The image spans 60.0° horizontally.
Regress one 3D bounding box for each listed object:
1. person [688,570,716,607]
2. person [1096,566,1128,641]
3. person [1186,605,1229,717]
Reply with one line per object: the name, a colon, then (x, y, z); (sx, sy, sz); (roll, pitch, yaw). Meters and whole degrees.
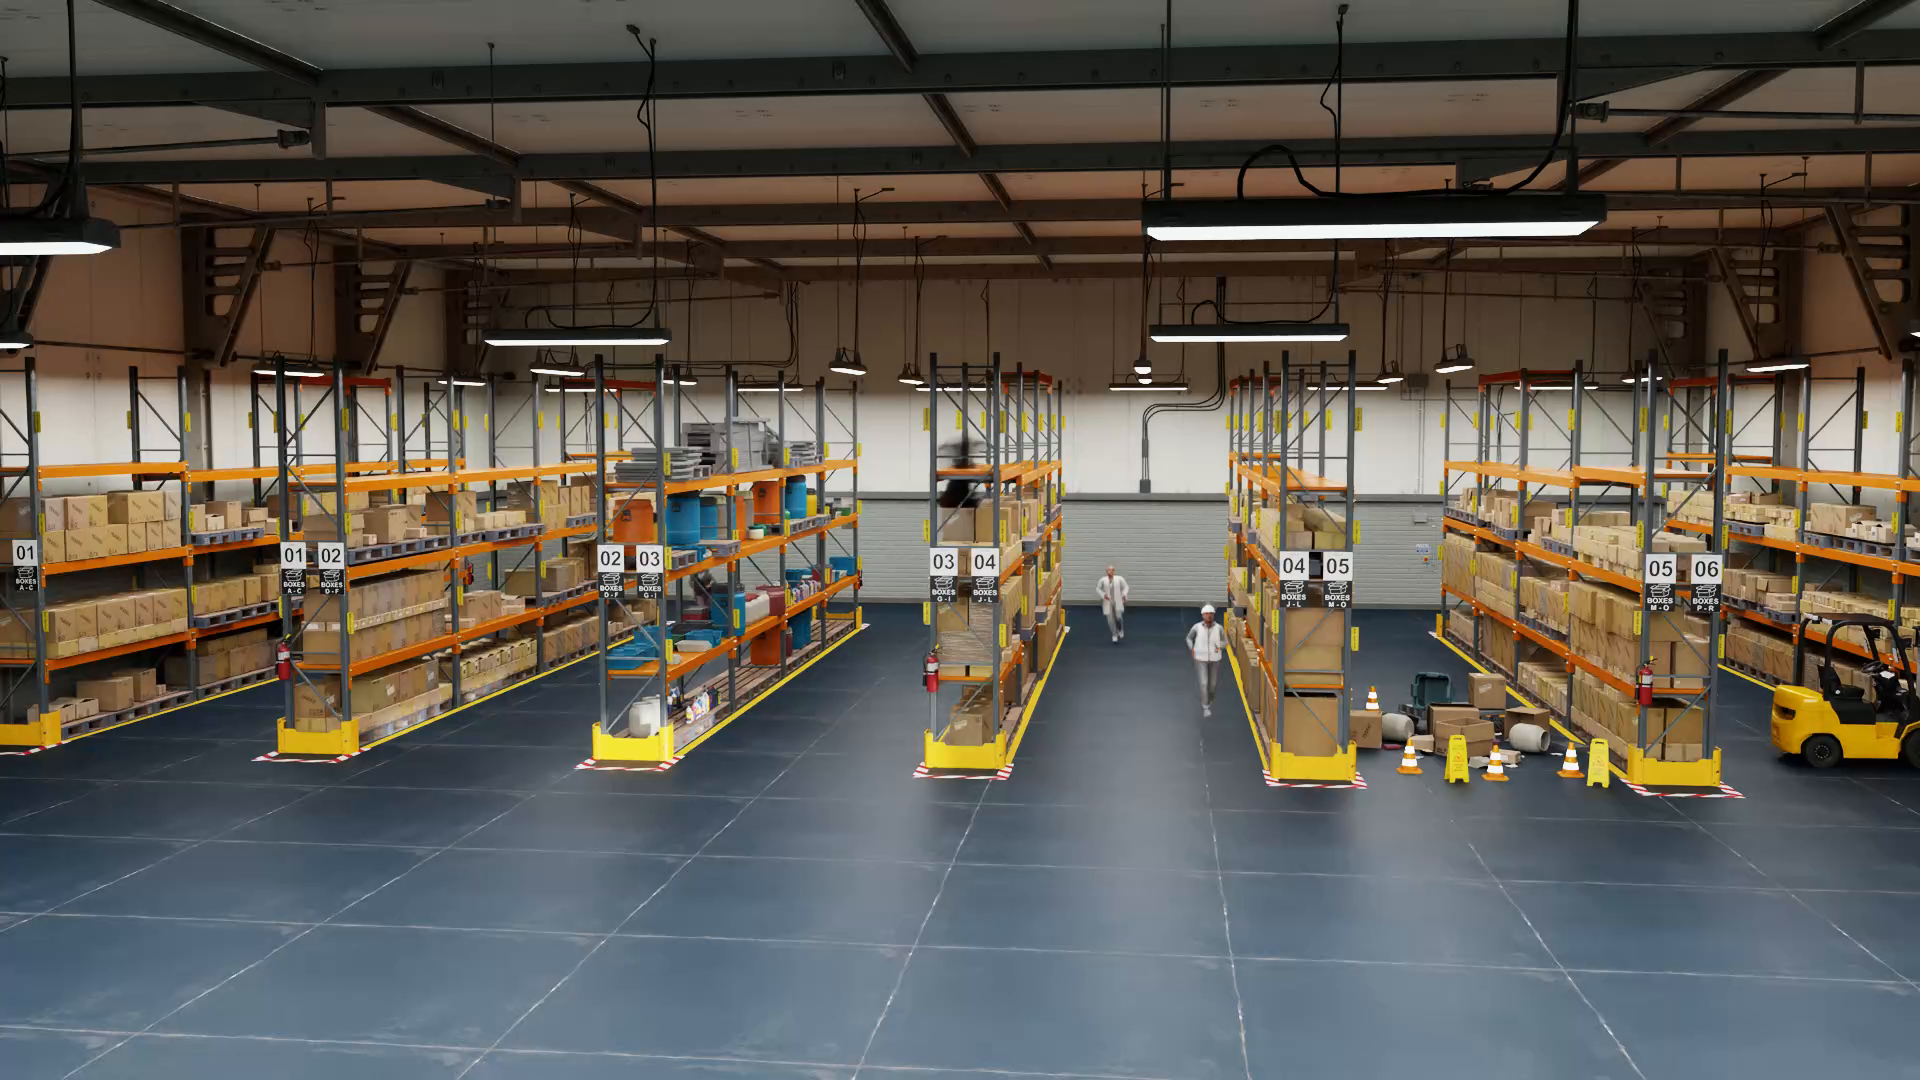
person: (-6.164, 1.344, 39.798); (0.671, 1.725, 0.845); (0, 4, -6)
person: (3.467, 1.450, 37.991); (0.744, 1.731, 0.570); (0, 4, 6)
person: (3.996, 1.951, 26.798); (0.676, 1.812, 0.743); (0, 4, -1)
